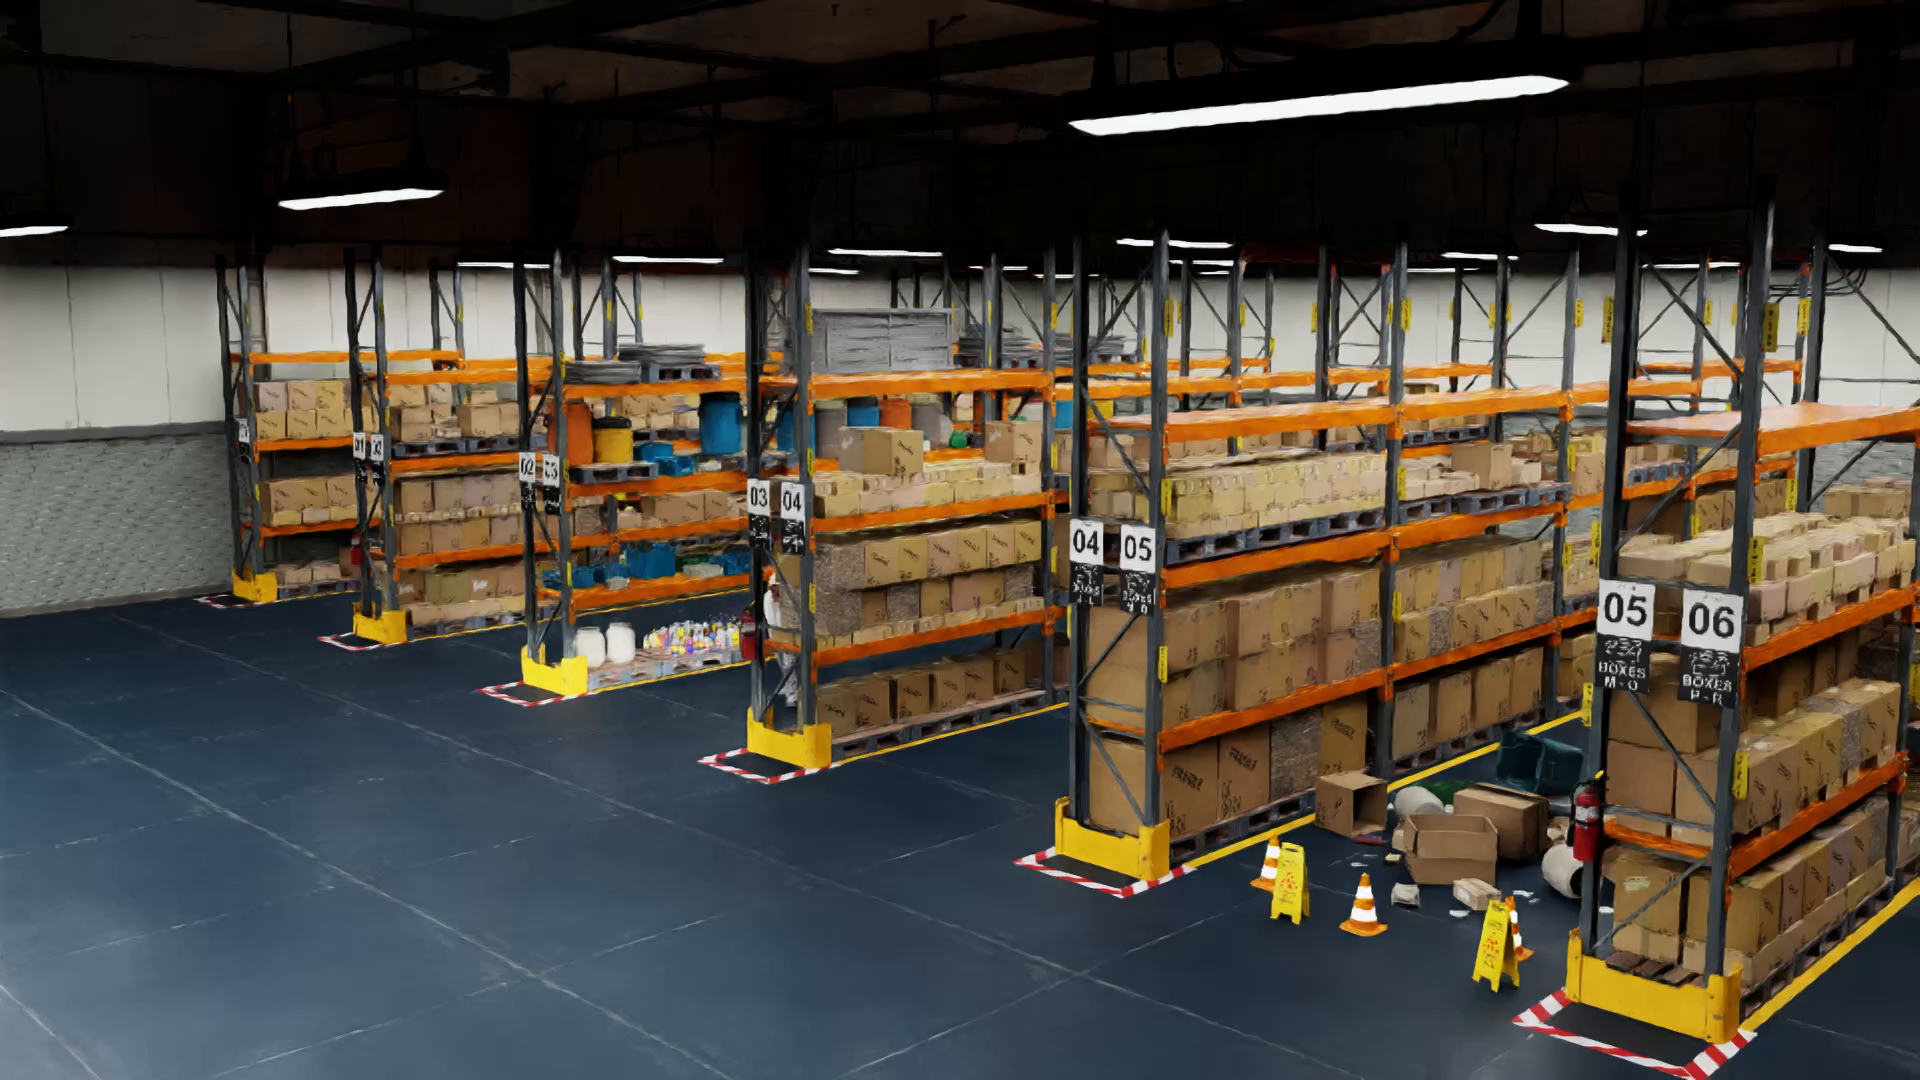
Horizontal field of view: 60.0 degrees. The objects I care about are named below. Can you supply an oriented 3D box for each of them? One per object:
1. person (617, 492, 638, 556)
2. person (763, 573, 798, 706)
[{"bbox_3d":[-6.184,-0.041,30.854,0.719,1.714,0.578,8,11,43],"label":"person"},{"bbox_3d":[-2.281,1.253,21.635,0.701,1.717,0.849,4,9,28],"label":"person"}]
